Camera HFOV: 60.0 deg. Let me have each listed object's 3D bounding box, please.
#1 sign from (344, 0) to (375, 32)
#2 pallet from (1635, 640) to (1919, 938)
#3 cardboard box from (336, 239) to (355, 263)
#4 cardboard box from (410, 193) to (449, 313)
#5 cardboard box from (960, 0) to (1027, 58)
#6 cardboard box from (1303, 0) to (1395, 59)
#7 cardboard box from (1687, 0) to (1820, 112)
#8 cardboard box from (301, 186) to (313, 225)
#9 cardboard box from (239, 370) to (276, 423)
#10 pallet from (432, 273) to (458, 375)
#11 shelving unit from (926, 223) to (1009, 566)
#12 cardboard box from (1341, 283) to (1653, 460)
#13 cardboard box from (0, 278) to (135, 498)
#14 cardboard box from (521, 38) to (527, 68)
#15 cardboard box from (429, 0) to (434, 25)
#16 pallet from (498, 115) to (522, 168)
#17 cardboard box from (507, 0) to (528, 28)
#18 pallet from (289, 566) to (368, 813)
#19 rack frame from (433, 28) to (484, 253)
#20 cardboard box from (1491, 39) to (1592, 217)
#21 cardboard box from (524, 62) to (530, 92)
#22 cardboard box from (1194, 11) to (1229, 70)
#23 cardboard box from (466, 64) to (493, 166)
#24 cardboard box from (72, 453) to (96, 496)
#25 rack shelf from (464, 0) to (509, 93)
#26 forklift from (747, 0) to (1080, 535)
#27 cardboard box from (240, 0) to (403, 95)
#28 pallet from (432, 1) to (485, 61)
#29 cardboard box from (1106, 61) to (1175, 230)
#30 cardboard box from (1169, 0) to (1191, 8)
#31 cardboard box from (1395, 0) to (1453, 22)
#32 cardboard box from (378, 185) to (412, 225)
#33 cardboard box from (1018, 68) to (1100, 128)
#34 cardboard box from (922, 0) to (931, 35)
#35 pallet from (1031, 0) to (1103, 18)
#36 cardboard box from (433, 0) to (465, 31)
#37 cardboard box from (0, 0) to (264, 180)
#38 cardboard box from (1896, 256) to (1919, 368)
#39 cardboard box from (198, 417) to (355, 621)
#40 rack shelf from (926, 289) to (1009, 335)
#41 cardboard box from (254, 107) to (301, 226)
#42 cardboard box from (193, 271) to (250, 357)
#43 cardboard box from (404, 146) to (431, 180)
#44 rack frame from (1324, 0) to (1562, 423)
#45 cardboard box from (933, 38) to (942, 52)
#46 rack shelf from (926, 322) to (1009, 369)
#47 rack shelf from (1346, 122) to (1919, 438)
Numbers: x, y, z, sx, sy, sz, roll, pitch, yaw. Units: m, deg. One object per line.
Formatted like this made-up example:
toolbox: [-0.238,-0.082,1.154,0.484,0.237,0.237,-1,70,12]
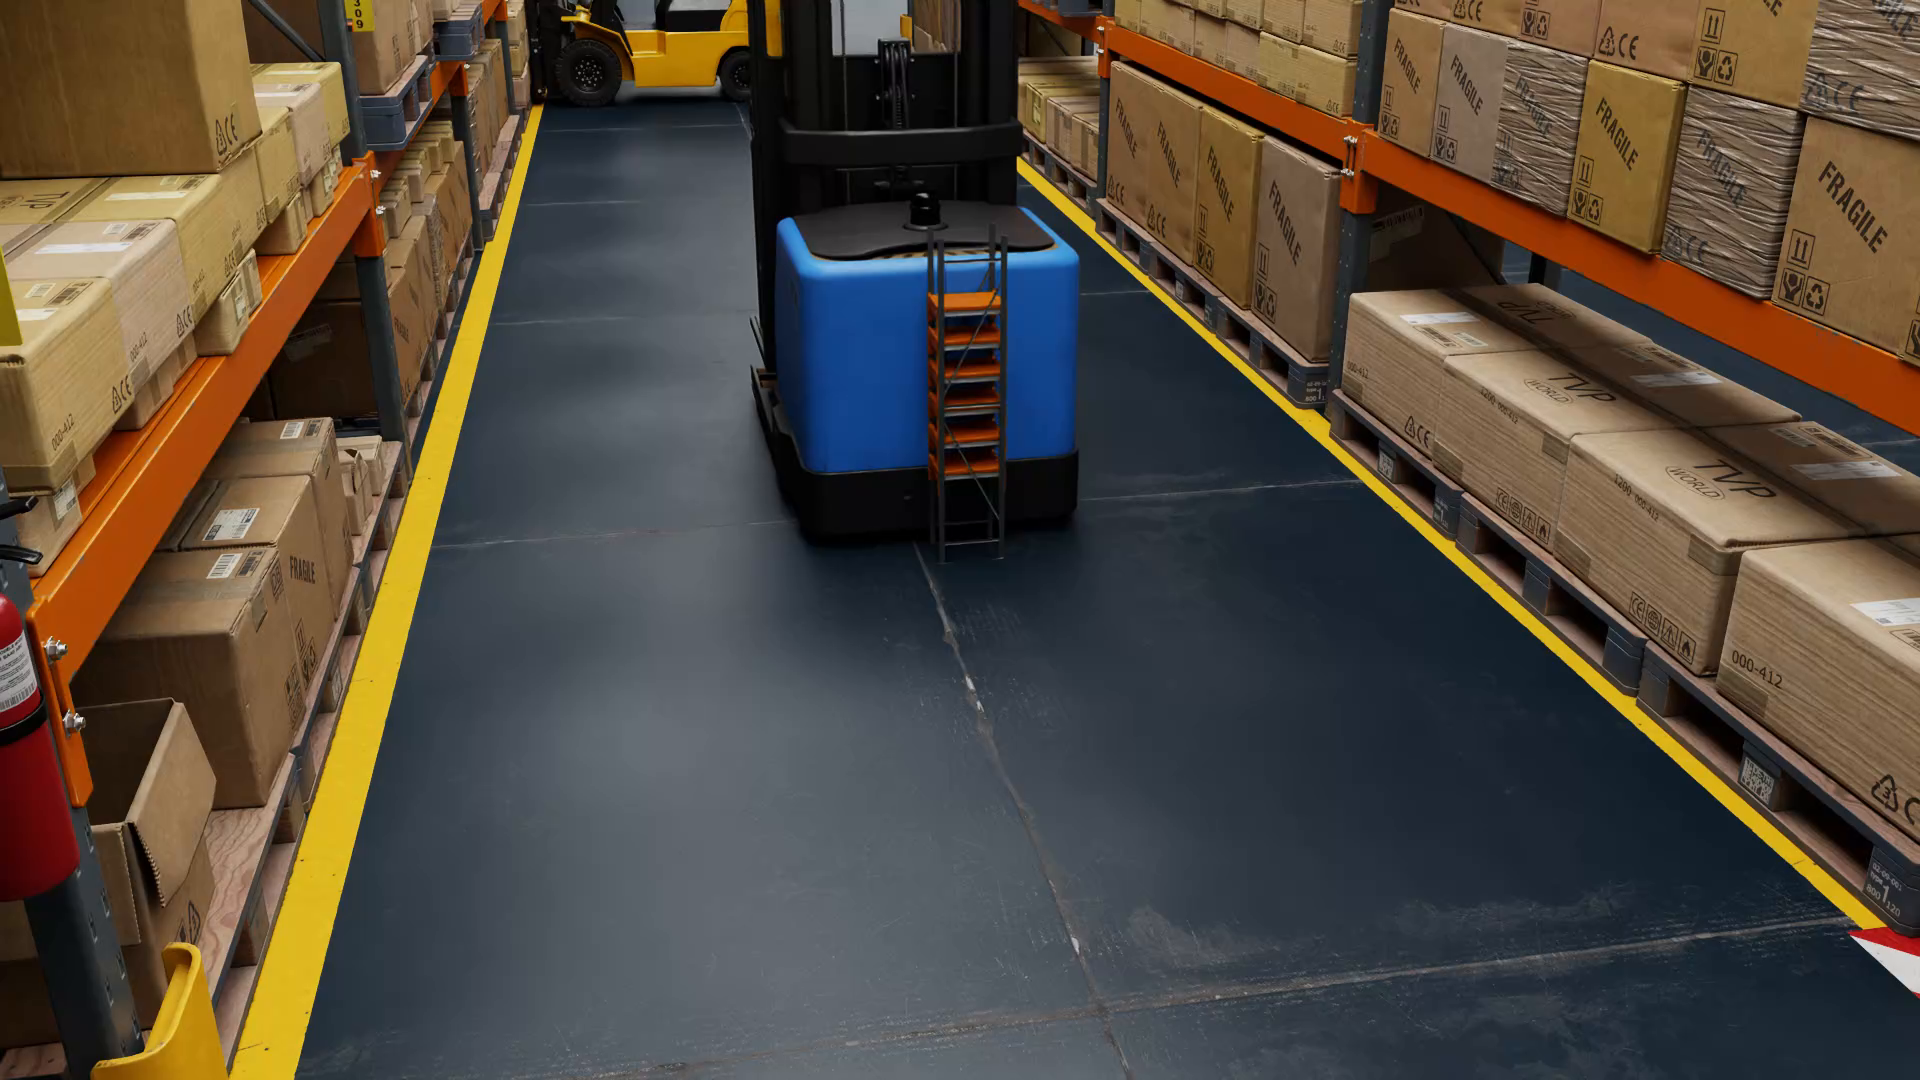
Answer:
sign: [-2.197,-2.015,6.034,0.100,0.325,0.005,-4,24,-10]
pallet: [2.663,0.599,4.615,1.003,0.211,1.213,-4,24,-10]
cardboard box: [-2.593,-1.212,6.693,0.380,0.149,0.250,-5,24,-11]
cardboard box: [-2.883,-1.439,8.395,0.500,0.500,0.500,-5,24,-12]
cardboard box: [0.296,-4.579,14.961,0.500,0.500,0.500,-5,24,-10]
cardboard box: [1.828,-2.260,7.239,0.500,0.250,0.500,-4,24,-10]
cardboard box: [2.351,-1.445,4.436,0.500,0.500,0.500,-4,24,-10]
cardboard box: [-2.259,-1.047,5.213,0.380,0.149,0.250,-4,24,-8]
cardboard box: [-3.111,-0.793,6.917,0.500,0.500,0.500,-4,24,-10]
pallet: [-3.146,-1.095,8.494,1.003,0.211,1.213,-4,24,-10]
shelving unit: [0.024,-0.504,5.904,0.258,1.200,0.189,-5,24,-11]
cardboard box: [2.159,-0.707,6.798,0.875,0.438,0.875,-5,24,-11]
cardboard box: [-1.809,-0.268,2.931,0.500,0.250,0.500,-4,24,-9]
cardboard box: [-4.090,-4.294,14.621,0.500,0.250,0.500,-4,24,-10]
cardboard box: [-2.985,-2.760,8.167,0.797,0.503,0.637,-5,24,-11]
pallet: [-4.034,-3.157,13.214,1.003,0.211,1.213,-4,24,-10]
cardboard box: [-4.177,-4.722,14.977,0.500,0.250,0.500,-3,24,-8]
pallet: [-2.374,0.454,4.947,1.003,0.211,1.213,-4,24,-10]
rack frame: [-3.469,-3.148,9.711,1.000,3.000,0.127,-4,24,-10]
cardboard box: [2.152,-1.391,5.563,0.500,0.500,0.500,-4,24,-9]
cardboard box: [-4.082,-4.067,14.726,0.500,0.250,0.500,-5,24,-11]
cardboard box: [1.550,-2.636,8.725,0.500,0.250,0.500,-4,24,-10]
cardboard box: [-3.824,-3.020,11.859,0.875,0.625,0.625,-5,24,-12]
cardboard box: [-1.873,-0.133,3.120,0.380,0.149,0.250,-4,24,-8]
rack shelf: [-3.839,-3.605,11.656,1.077,0.370,4.000,-4,24,-10]
forklift: [-0.354,-1.925,6.995,1.130,2.935,3.031,-5,24,-11]
cardboard box: [-2.599,-2.020,6.478,0.700,0.500,0.500,-4,24,-8]
pallet: [-3.274,-2.799,9.151,1.213,0.211,1.003,-4,24,-10]
cardboard box: [1.455,-2.458,10.260,0.875,0.875,0.875,-5,24,-10]
cardboard box: [1.434,-3.060,9.070,0.500,0.250,0.500,-4,24,-10]
cardboard box: [1.998,-2.243,6.263,0.500,0.500,0.500,-4,24,-9]
cardboard box: [-2.837,-1.589,7.928,0.380,0.149,0.250,-3,24,-8]
cardboard box: [0.905,-3.590,13.481,0.950,0.372,0.625,-3,24,-6]
cardboard box: [-0.087,-5.387,16.811,0.500,0.500,0.500,-5,24,-12]
pallet: [1.172,-3.702,11.217,1.213,0.211,1.003,-4,24,-10]
cardboard box: [-3.311,-3.272,10.182,0.500,0.250,0.500,-4,24,-10]
cardboard box: [-2.086,-1.201,4.131,0.500,0.500,0.500,-4,24,-8]
cardboard box: [2.539,-0.586,3.720,0.500,0.500,0.500,-4,24,-9]
cardboard box: [-2.321,-0.044,5.200,0.700,0.500,0.500,-5,24,-12]
rack shelf: [0.024,-0.793,5.778,0.258,0.103,0.180,-5,24,-11]
cardboard box: [-2.209,-1.067,4.761,0.500,0.250,0.500,-4,24,-10]
cardboard box: [-1.970,-0.546,4.067,0.380,0.149,0.250,-5,24,-11]
cardboard box: [-3.038,-1.998,8.865,0.380,0.149,0.250,-4,24,-8]
rack frame: [2.148,-1.944,6.953,1.000,3.000,0.127,-4,24,-10]
cardboard box: [0.007,-4.843,16.503,0.500,0.250,0.500,-3,24,-6]
rack shelf: [0.024,-0.683,5.826,0.258,0.103,0.180,-5,24,-11]
rack shelf: [2.518,-0.827,5.296,1.077,0.370,4.000,-4,24,-10]
